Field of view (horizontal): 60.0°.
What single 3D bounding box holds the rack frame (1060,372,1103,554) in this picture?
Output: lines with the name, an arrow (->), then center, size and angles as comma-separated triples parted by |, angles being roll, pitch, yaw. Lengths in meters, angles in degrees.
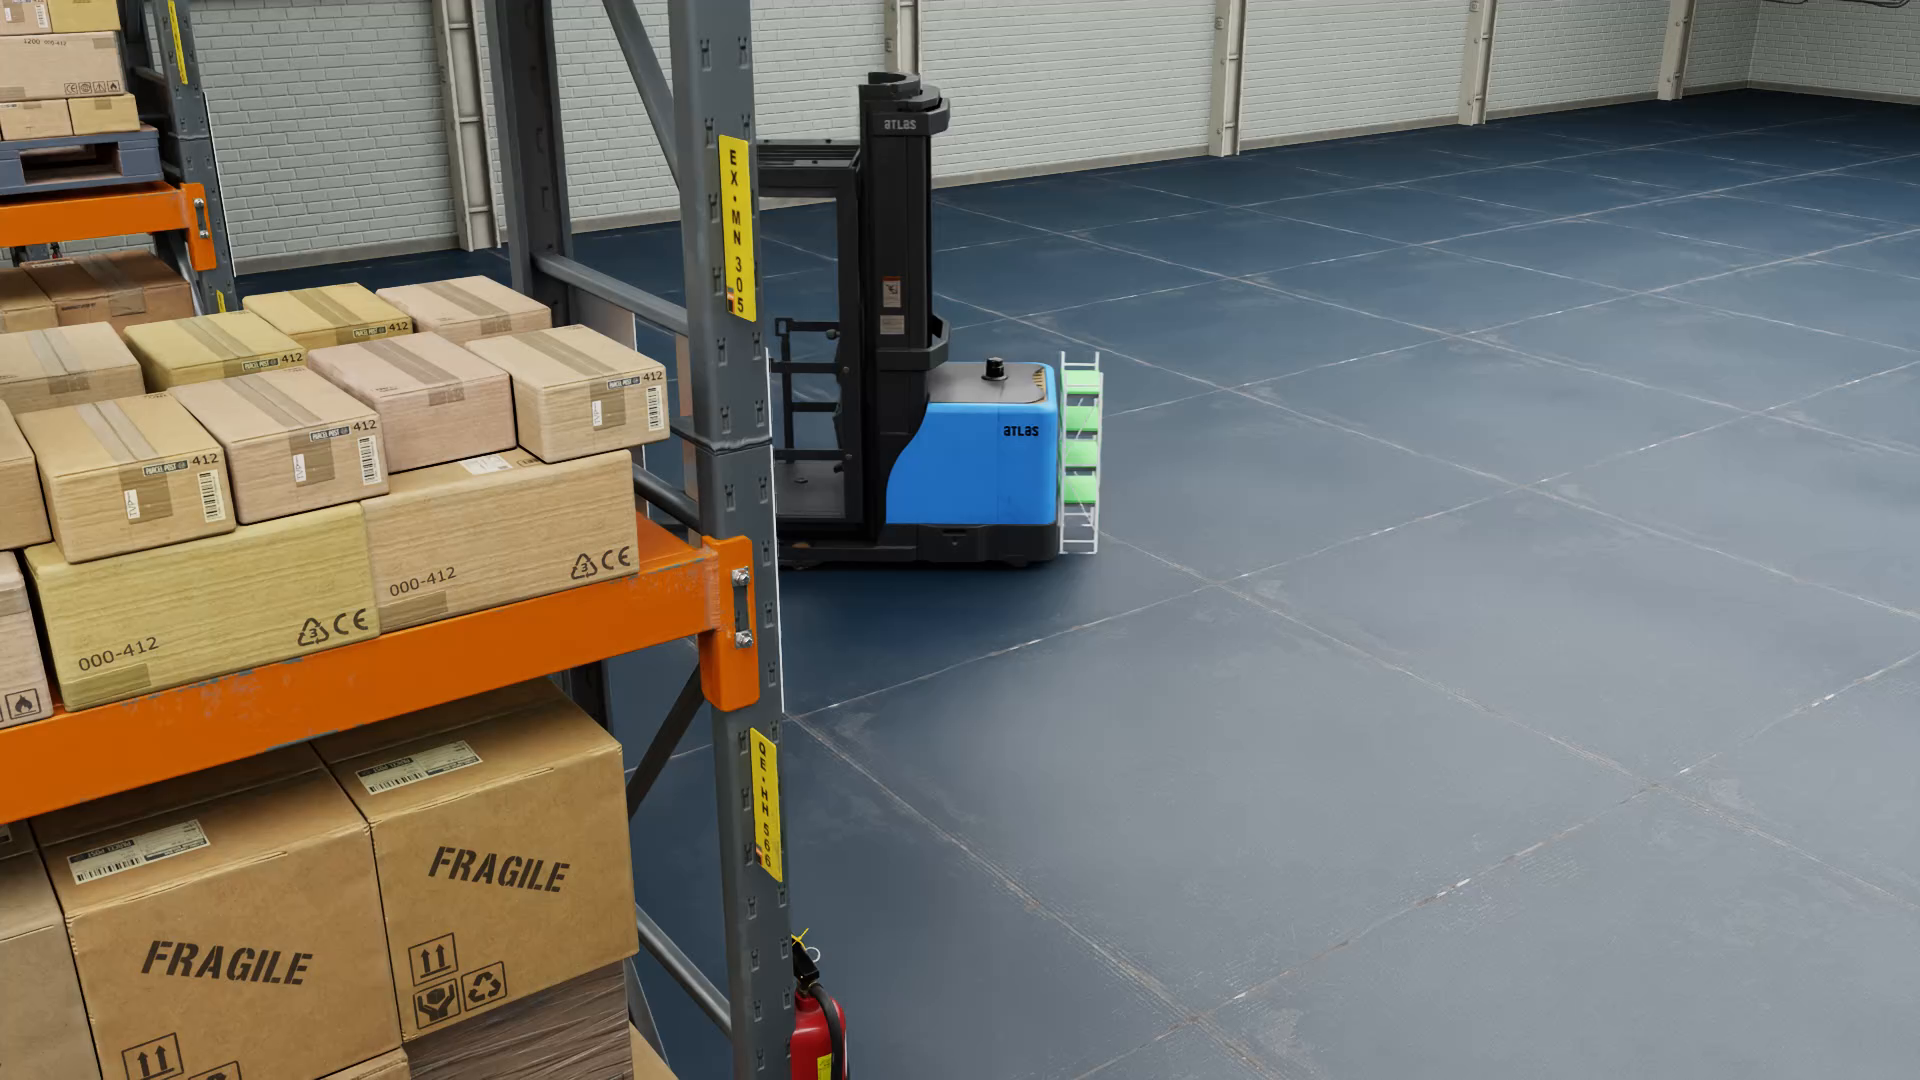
rack frame -> 0.760, -0.471, 10.458 | 0.240, 1.200, 0.015 | 1, 22, 1

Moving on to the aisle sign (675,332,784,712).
aisle sign -> -0.487, -0.063, 3.499 | 0.004, 0.787, 0.394 | -15, 26, -33

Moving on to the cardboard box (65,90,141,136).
cardboard box -> -3.599, -1.790, 6.926 | 0.250, 0.149, 0.380 | -15, 26, -33

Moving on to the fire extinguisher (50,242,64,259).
fire extinguisher -> -6.138, -1.764, 11.374 | 0.183, 0.674, 0.296 | -15, 26, -33

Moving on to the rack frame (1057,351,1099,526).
rack frame -> 0.773, -0.652, 10.911 | 0.240, 1.200, 0.015 | 1, 22, 1

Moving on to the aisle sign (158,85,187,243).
aisle sign -> -3.645, -1.759, 7.750 | 0.004, 0.787, 0.394 | -15, 26, -33

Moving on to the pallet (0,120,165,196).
pallet -> -4.123, -1.635, 7.018 | 1.213, 0.211, 1.003 | -15, 26, -33

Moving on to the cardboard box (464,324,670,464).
cardboard box -> -0.755, -0.287, 3.185 | 0.250, 0.149, 0.380 | -15, 26, -33

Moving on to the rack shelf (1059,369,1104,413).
rack shelf -> 0.767, -0.948, 10.530 | 0.258, 0.148, 0.480 | 1, 22, 1

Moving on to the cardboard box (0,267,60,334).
cardboard box -> -4.243, -0.802, 7.200 | 0.550, 0.550, 0.875 | -15, 26, -33

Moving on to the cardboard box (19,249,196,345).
cardboard box -> -3.851, -0.949, 7.567 | 0.550, 0.550, 0.875 | -15, 26, -33

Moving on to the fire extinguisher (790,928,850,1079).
fire extinguisher -> -0.350, 1.218, 3.902 | 0.183, 0.674, 0.296 | -15, 26, -33

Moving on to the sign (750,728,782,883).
sign -> -0.404, 0.555, 3.471 | 0.005, 0.325, 0.100 | -15, 26, -33

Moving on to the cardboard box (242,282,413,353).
cardboard box -> -1.338, -0.424, 3.528 | 0.250, 0.149, 0.380 | -14, 26, -32

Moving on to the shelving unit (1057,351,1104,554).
shelving unit -> 0.766, -0.562, 10.684 | 0.258, 1.200, 0.503 | 1, 22, 1

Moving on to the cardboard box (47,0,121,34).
cardboard box -> -3.602, -2.160, 6.775 | 0.250, 0.149, 0.380 | -15, 26, -32

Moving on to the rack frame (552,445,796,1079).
rack frame -> -0.712, 1.068, 4.173 | 0.127, 3.000, 1.000 | -15, 26, -33

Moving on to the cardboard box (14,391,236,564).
cardboard box -> -1.383, -0.112, 2.747 | 0.250, 0.149, 0.380 | -15, 26, -33

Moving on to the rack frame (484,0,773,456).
rack frame -> -0.712, -1.719, 3.061 | 0.127, 3.000, 1.000 | -15, 26, -33

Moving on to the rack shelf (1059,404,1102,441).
rack shelf -> 0.766, -0.725, 10.619 | 0.258, 0.148, 0.480 | 1, 22, 1

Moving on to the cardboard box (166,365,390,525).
cardboard box -> -1.193, -0.174, 2.901 | 0.250, 0.149, 0.380 | -16, 27, -35

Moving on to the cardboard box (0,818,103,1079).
cardboard box -> -1.824, 0.830, 2.885 | 0.500, 0.500, 0.500 | -15, 26, -33

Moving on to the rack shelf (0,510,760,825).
rack shelf -> -2.336, 0.442, 2.666 | 4.000, 0.370, 1.077 | -15, 26, -33

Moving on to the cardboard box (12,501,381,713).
cardboard box -> -1.359, 0.034, 2.919 | 0.500, 0.250, 0.500 | -15, 26, -33

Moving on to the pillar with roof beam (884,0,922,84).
pillar with roof beam -> 1.762, -7.615, 17.838 | 0.400, 9.000, 9.100 | -15, 26, -33

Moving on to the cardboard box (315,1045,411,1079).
cardboard box -> -1.511, 1.138, 3.460 | 0.500, 0.500, 0.875 | -15, 26, -33

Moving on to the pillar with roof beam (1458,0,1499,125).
pillar with roof beam -> 11.503, -10.213, 24.347 | 0.400, 9.000, 9.100 | -15, 26, -33

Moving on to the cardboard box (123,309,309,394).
cardboard box -> -1.471, -0.332, 3.298 | 0.250, 0.149, 0.380 | -15, 26, -34

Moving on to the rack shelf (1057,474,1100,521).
rack shelf -> 0.766, -0.279, 10.797 | 0.258, 0.148, 0.480 | 1, 22, 1

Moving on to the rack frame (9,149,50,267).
rack frame -> -6.500, -1.914, 11.645 | 0.127, 3.000, 1.000 | -15, 26, -33

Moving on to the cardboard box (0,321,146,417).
cardboard box -> -1.734, -0.295, 3.204 | 0.250, 0.149, 0.380 | -14, 26, -31

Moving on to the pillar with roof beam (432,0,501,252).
pillar with roof beam -> -3.109, -6.316, 14.584 | 0.400, 9.000, 9.100 | -15, 26, -33

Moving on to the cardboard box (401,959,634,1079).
cardboard box -> -1.175, 0.994, 3.822 | 0.500, 0.500, 0.875 | -15, 26, -33

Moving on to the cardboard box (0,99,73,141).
cardboard box -> -3.804, -1.736, 6.790 | 0.250, 0.149, 0.380 | -15, 26, -32

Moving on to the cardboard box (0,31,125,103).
cardboard box -> -3.761, -1.959, 6.812 | 0.500, 0.250, 0.500 | -15, 26, -32

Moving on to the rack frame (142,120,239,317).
rack frame -> -3.527, -0.446, 7.967 | 0.127, 3.000, 1.000 | -15, 26, -33

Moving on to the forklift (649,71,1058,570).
forklift -> -0.897, -1.370, 10.375 | 3.031, 2.935, 1.130 | 1, 22, 1

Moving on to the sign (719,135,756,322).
sign -> -0.404, -0.565, 3.024 | 0.005, 0.325, 0.100 | -15, 26, -33

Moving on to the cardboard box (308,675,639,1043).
cardboard box -> -1.014, 0.612, 3.430 | 0.500, 0.500, 0.500 | -15, 26, -33

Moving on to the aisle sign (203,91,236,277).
aisle sign -> -3.294, -1.579, 7.298 | 0.004, 0.787, 0.394 | -15, 26, -33

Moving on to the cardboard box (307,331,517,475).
cardboard box -> -1.035, -0.266, 3.132 | 0.250, 0.149, 0.380 | -16, 27, -35

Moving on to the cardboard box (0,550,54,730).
cardboard box -> -1.780, 0.142, 2.647 | 0.500, 0.250, 0.500 | -14, 26, -32

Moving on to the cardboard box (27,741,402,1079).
cardboard box -> -1.417, 0.722, 3.154 | 0.500, 0.500, 0.500 | -15, 26, -33

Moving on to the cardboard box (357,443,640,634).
cardboard box -> -0.955, -0.075, 3.192 | 0.500, 0.250, 0.500 | -14, 26, -32

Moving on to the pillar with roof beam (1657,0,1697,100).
pillar with roof beam -> 16.373, -11.511, 27.602 | 0.400, 9.000, 9.100 | -15, 26, -33

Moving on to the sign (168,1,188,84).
sign -> -3.221, -2.048, 6.845 | 0.005, 0.325, 0.100 | -15, 26, -33

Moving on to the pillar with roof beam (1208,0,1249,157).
pillar with roof beam -> 6.632, -8.914, 21.093 | 0.400, 9.000, 9.100 | -15, 26, -33

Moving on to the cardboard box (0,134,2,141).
cardboard box -> -4.012, -1.680, 6.650 | 0.250, 0.149, 0.380 | -14, 26, -32

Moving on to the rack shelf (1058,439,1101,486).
rack shelf -> 0.766, -0.502, 10.708 | 0.258, 0.148, 0.480 | 1, 22, 1

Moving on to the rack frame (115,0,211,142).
rack frame -> -3.527, -3.233, 6.856 | 0.127, 3.000, 1.000 | -15, 26, -33

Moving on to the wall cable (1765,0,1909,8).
wall cable -> 17.022, -11.604, 32.024 | 0.112, 2.526, 3.097 | -15, 26, -33

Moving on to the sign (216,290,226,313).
sign -> -3.221, -0.928, 7.292 | 0.005, 0.325, 0.100 | -15, 26, -33

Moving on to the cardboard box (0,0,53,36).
cardboard box -> -3.806, -2.106, 6.641 | 0.250, 0.149, 0.380 | -15, 26, -33

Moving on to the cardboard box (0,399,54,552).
cardboard box -> -1.657, -0.096, 2.707 | 0.250, 0.149, 0.380 | -15, 26, -32

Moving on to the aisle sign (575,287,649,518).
aisle sign -> -0.837, -0.243, 3.951 | 0.004, 0.787, 0.394 | -15, 26, -33

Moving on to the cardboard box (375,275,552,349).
cardboard box -> -1.071, -0.451, 3.596 | 0.250, 0.149, 0.380 | -15, 26, -33

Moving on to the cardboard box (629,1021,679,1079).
cardboard box -> -0.823, 1.308, 3.909 | 0.250, 0.149, 0.380 | -15, 26, -33

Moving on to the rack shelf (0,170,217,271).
rack shelf -> -5.150, -1.072, 6.460 | 4.000, 0.370, 1.077 | -15, 26, -33
